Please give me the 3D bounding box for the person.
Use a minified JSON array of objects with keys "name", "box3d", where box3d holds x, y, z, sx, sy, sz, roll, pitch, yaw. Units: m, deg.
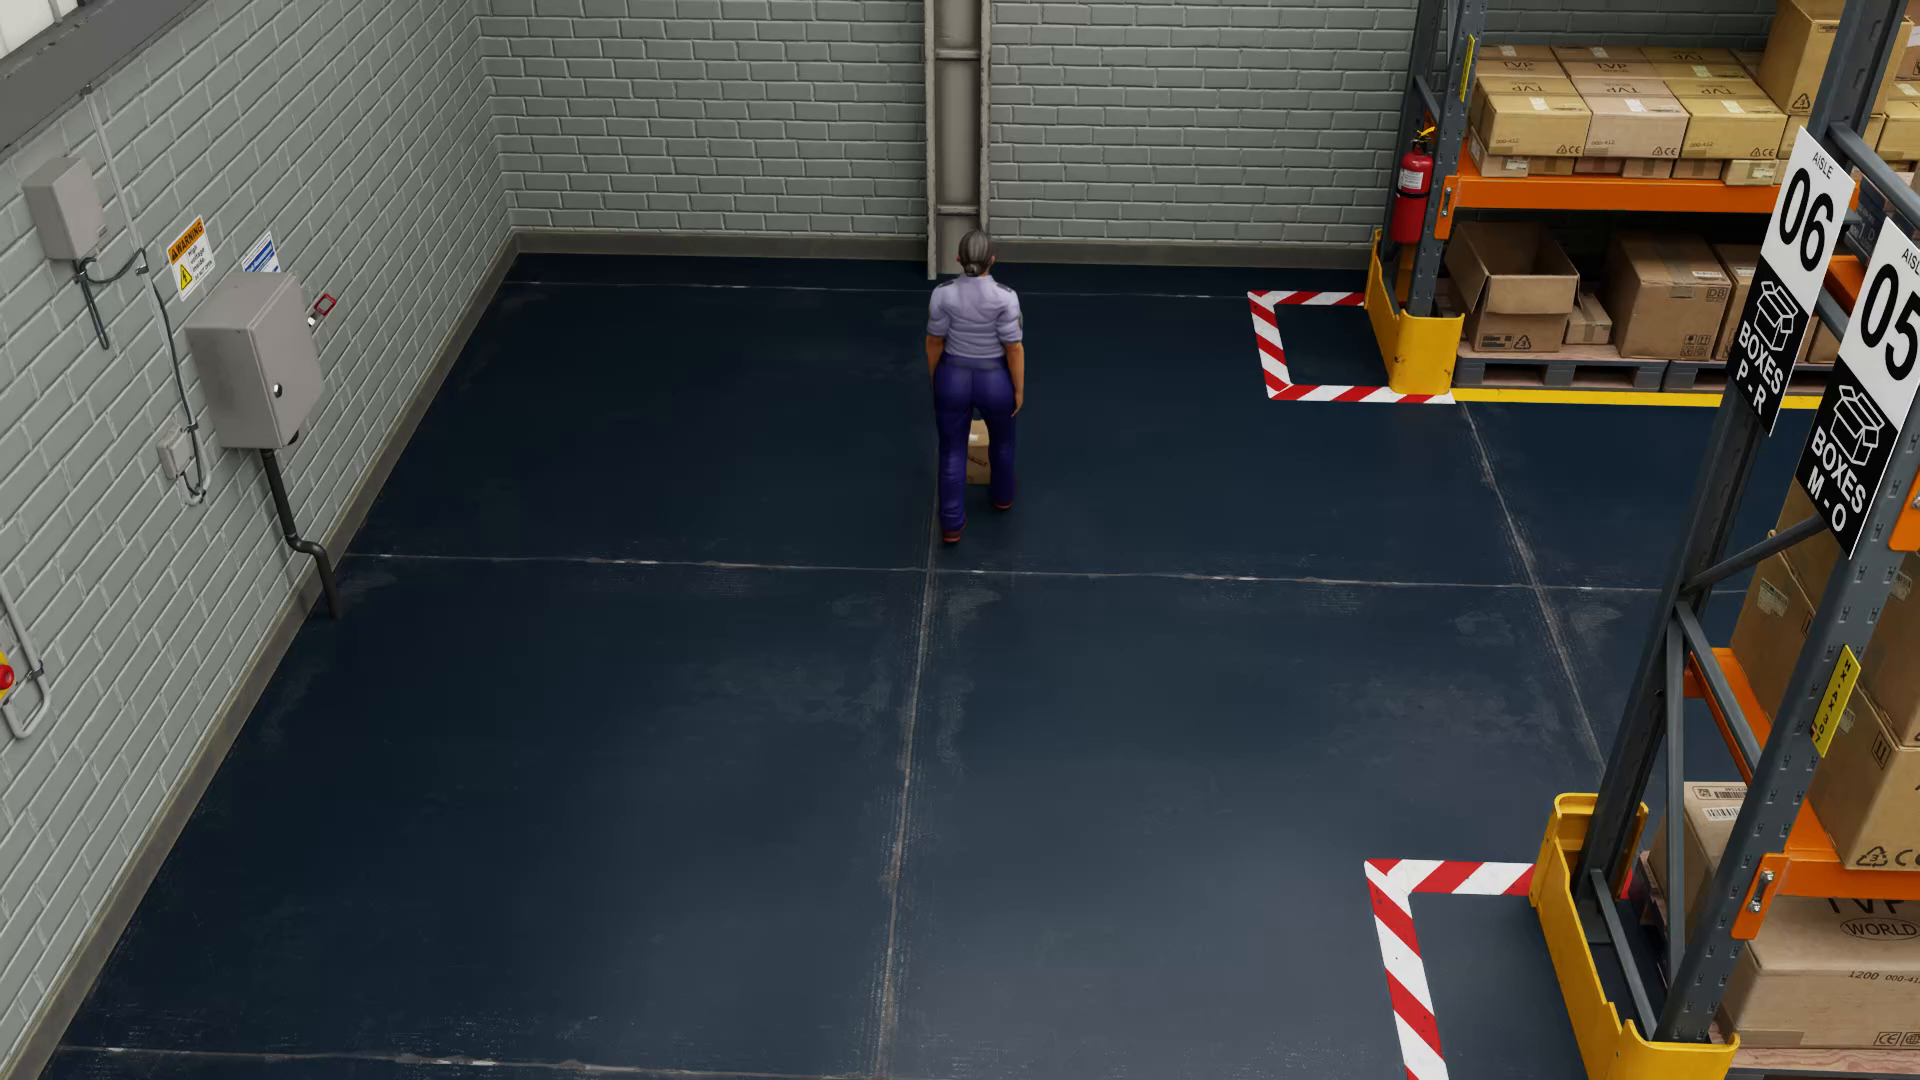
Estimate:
[{"name":"person","box3d":[0.083,-0.808,8.228,0.483,1.644,0.648,4,36,5]}]
